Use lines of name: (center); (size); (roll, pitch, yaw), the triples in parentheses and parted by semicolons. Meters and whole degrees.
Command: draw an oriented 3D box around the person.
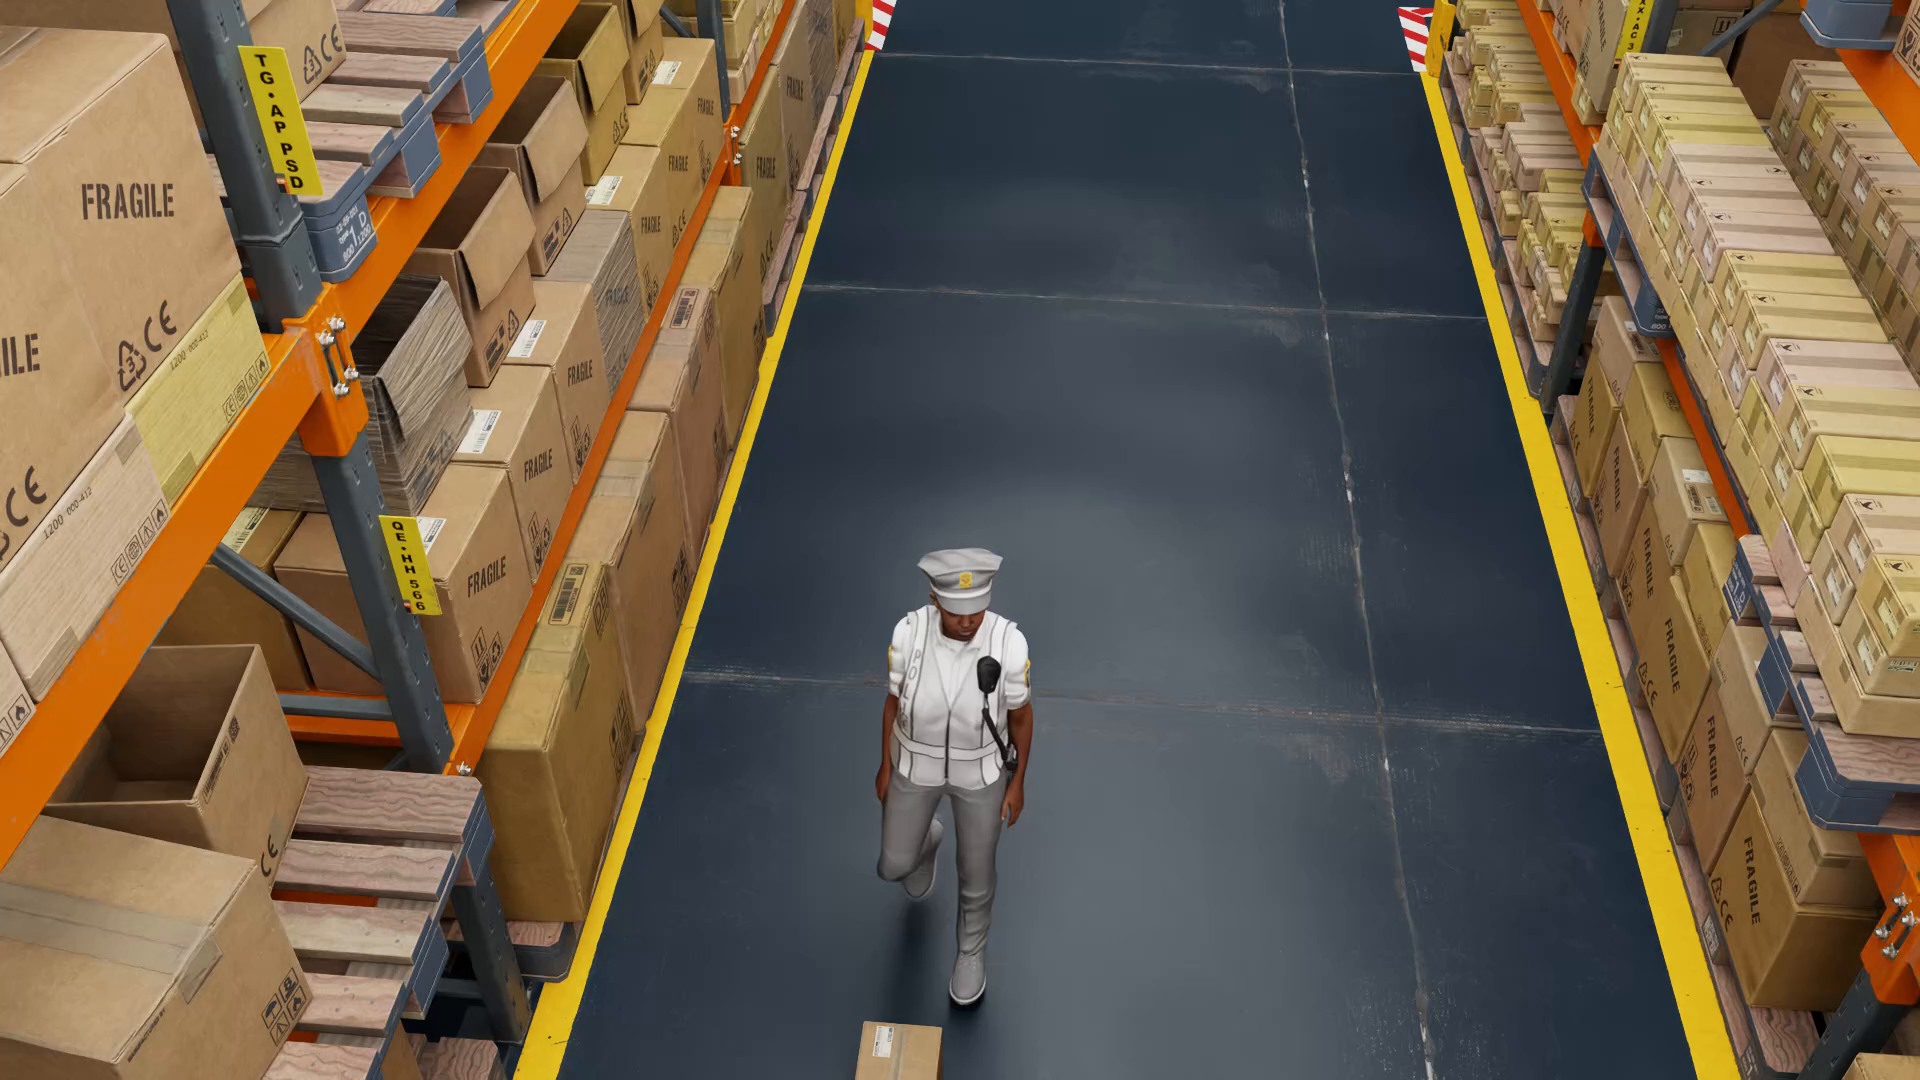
person: (-0.027, 0.731, 5.238); (0.496, 1.678, 0.583); (4, 40, 5)
